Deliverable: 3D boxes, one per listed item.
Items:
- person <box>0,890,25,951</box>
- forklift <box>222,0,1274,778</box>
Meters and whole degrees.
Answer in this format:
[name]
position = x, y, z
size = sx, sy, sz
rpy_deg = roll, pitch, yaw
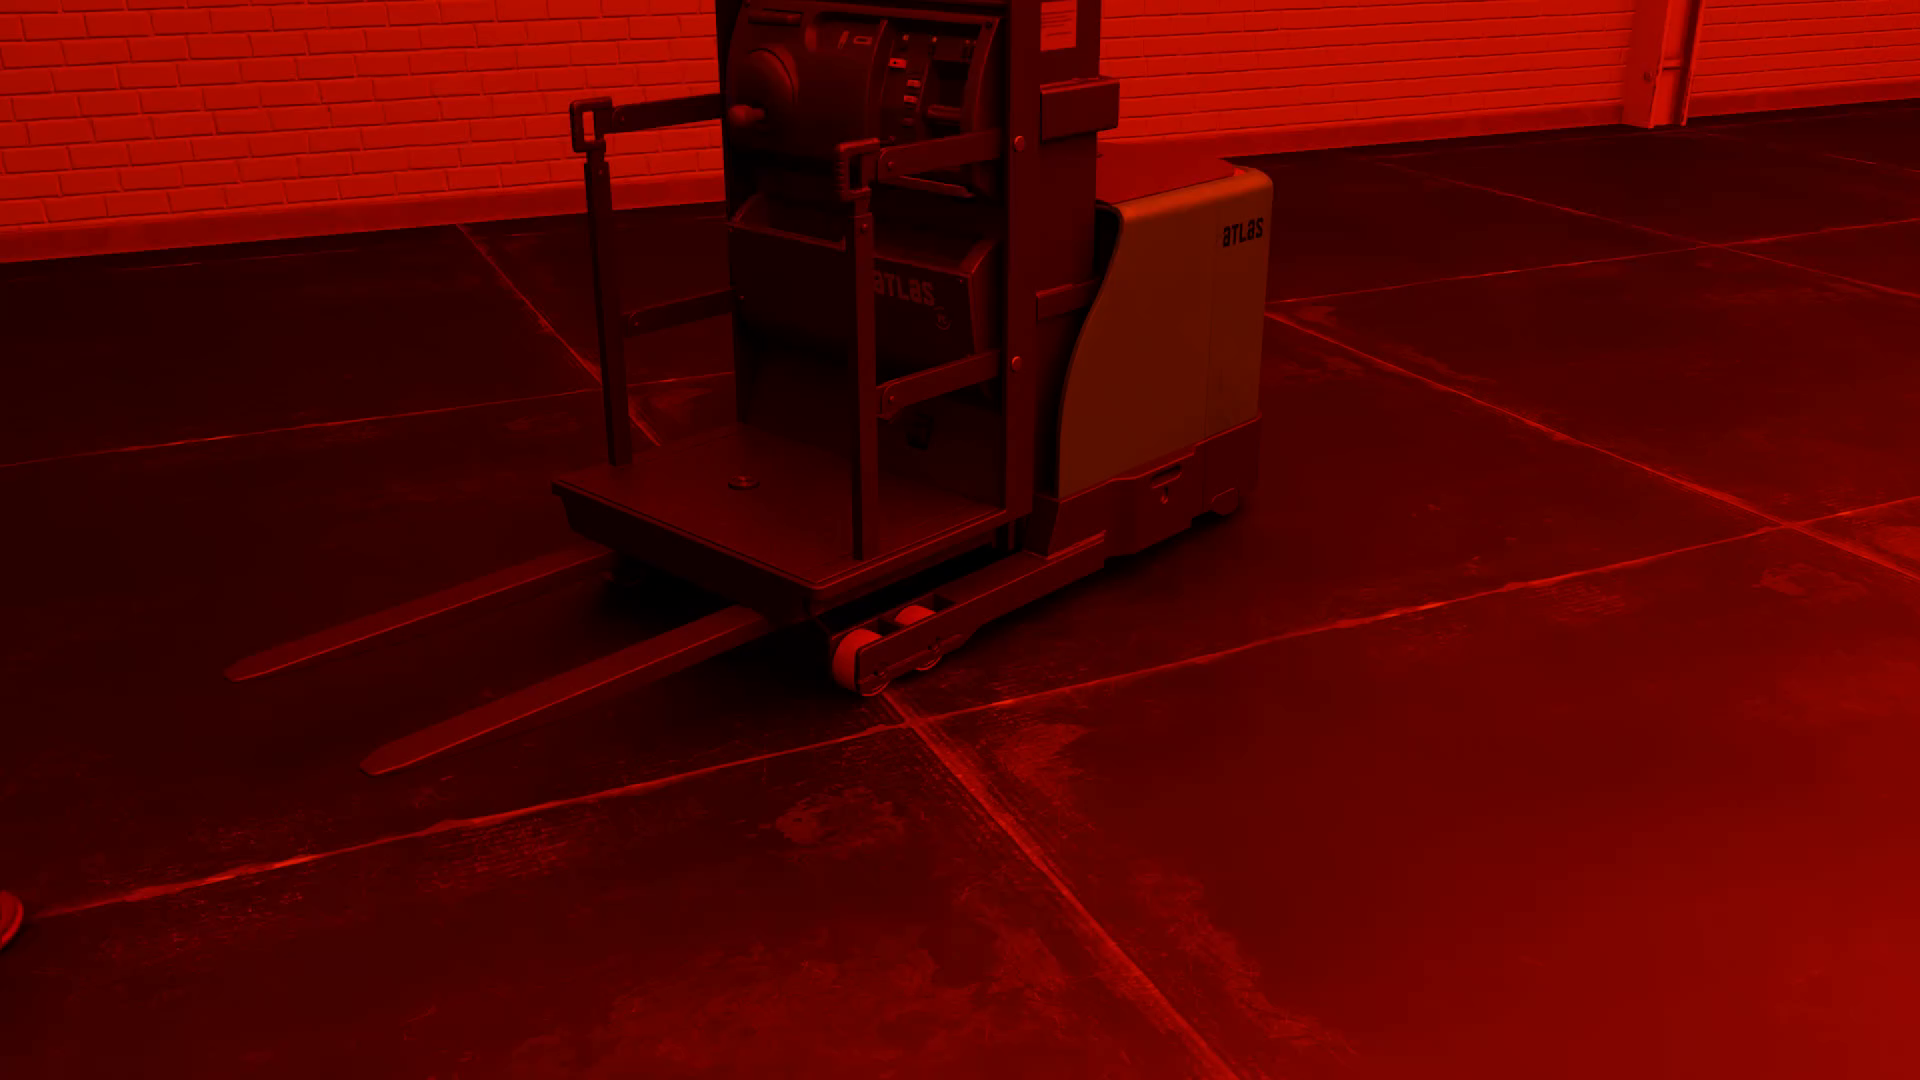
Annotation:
[person]
position = -2.501, 0.148, 2.877
size = 1.230, 1.453, 0.886
rpy_deg = 11, 25, 25
[forklift]
position = -0.413, -1.182, 4.131
size = 1.130, 2.935, 3.031
rpy_deg = 19, 29, 39
